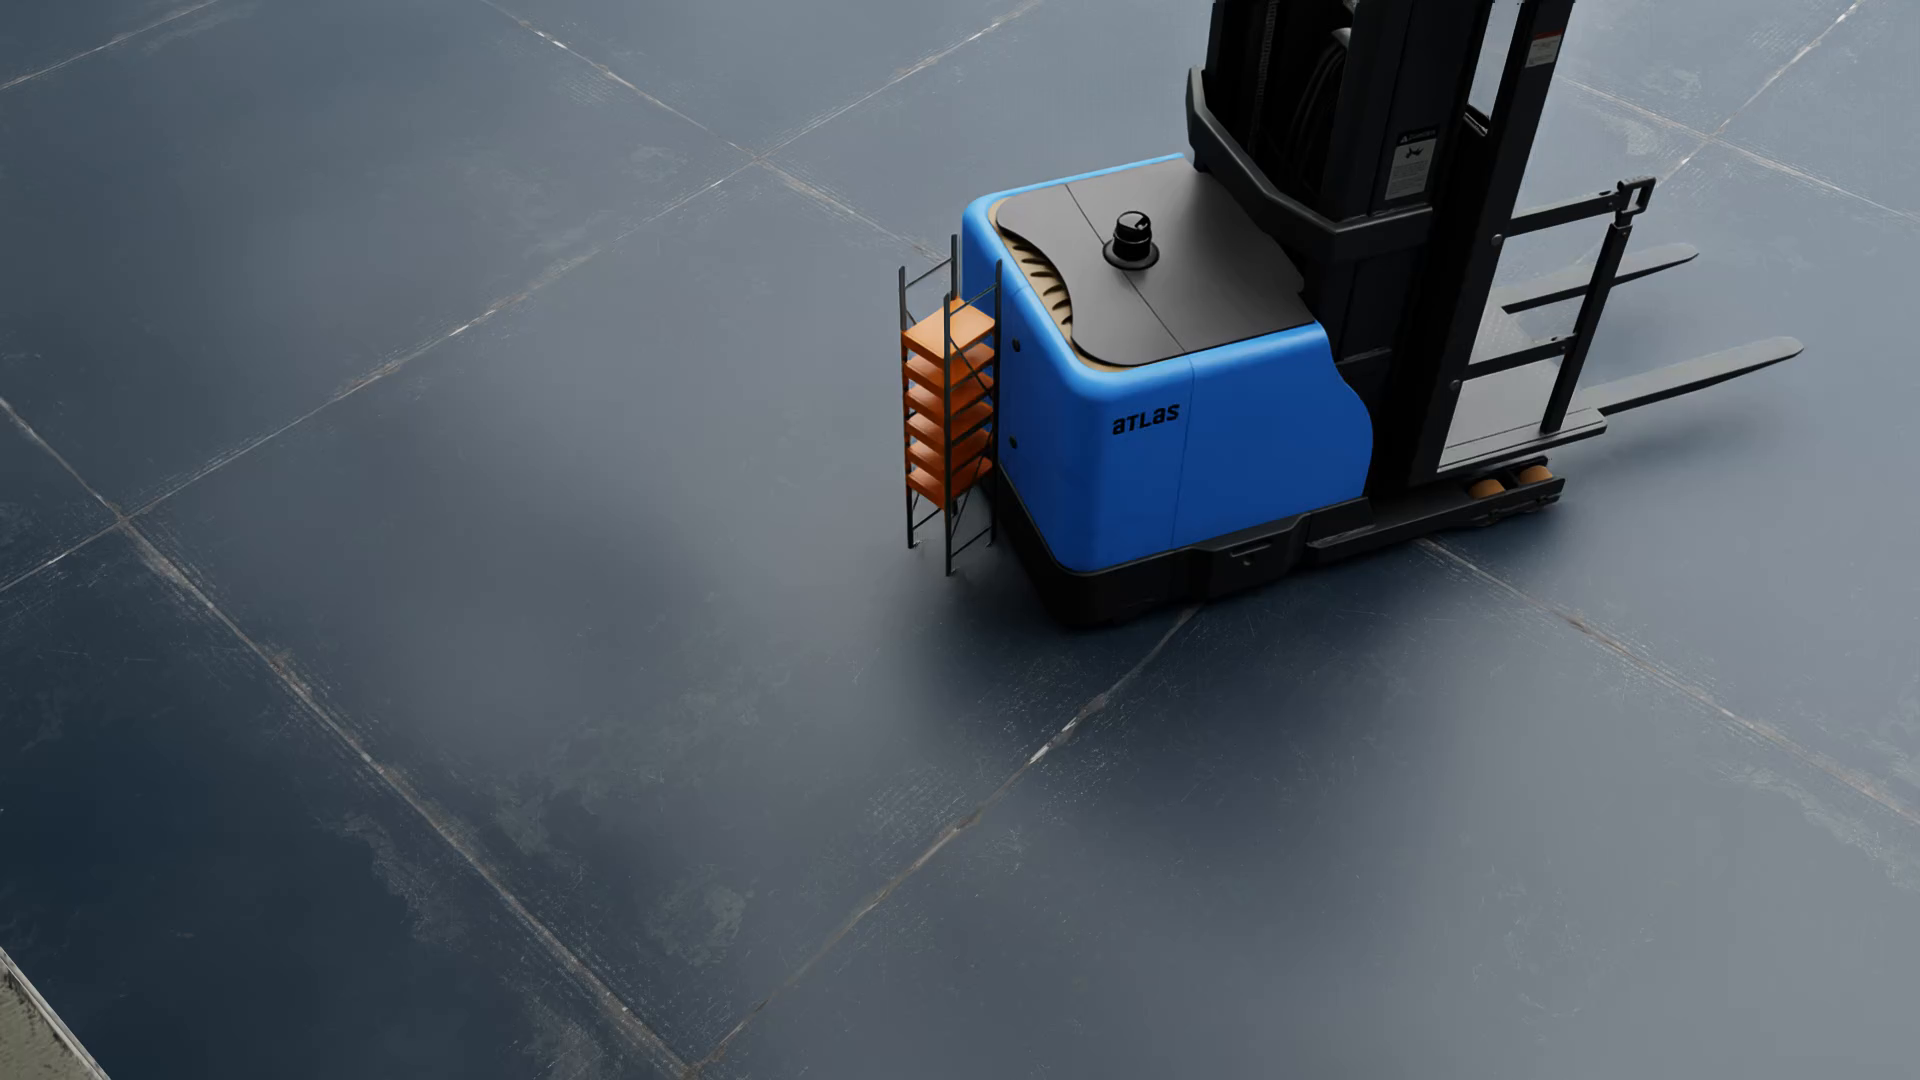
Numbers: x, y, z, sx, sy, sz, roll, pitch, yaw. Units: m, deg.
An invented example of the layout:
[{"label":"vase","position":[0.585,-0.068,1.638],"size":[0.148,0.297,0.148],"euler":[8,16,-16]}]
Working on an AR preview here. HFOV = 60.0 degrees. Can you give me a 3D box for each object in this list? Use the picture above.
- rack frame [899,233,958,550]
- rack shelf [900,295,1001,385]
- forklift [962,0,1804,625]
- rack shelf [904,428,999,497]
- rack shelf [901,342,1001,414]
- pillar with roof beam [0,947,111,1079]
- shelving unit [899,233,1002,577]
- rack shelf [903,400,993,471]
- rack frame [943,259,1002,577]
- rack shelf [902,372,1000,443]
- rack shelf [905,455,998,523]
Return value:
[{"label":"rack frame","position":[-0.093,-0.441,5.332],"size":[0.006,1.200,0.240],"euler":[35,56,28]},{"label":"rack shelf","position":[-0.028,-0.611,5.059],"size":[0.180,0.103,0.258],"euler":[35,56,28]},{"label":"forklift","position":[1.564,-1.399,5.044],"size":[3.031,2.935,1.130],"euler":[-15,49,-14]},{"label":"rack shelf","position":[-0.027,-0.283,5.409],"size":[0.180,0.103,0.258],"euler":[35,56,28]},{"label":"rack shelf","position":[-0.027,-0.529,5.146],"size":[0.180,0.103,0.258],"euler":[35,56,28]},{"label":"pillar with roof beam","position":[1.402,-3.337,2.702],"size":[0.400,9.000,9.100],"euler":[34,55,28]},{"label":"shelving unit","position":[-0.027,-0.395,5.289],"size":[0.189,1.200,0.258],"euler":[35,56,28]},{"label":"rack shelf","position":[-0.027,-0.365,5.321],"size":[0.180,0.103,0.258],"euler":[35,56,28]},{"label":"rack frame","position":[0.038,-0.349,5.245],"size":[0.006,1.200,0.240],"euler":[35,56,28]},{"label":"rack shelf","position":[-0.027,-0.447,5.234],"size":[0.180,0.103,0.258],"euler":[35,56,28]},{"label":"rack shelf","position":[-0.027,-0.200,5.496],"size":[0.180,0.103,0.258],"euler":[35,56,28]}]
